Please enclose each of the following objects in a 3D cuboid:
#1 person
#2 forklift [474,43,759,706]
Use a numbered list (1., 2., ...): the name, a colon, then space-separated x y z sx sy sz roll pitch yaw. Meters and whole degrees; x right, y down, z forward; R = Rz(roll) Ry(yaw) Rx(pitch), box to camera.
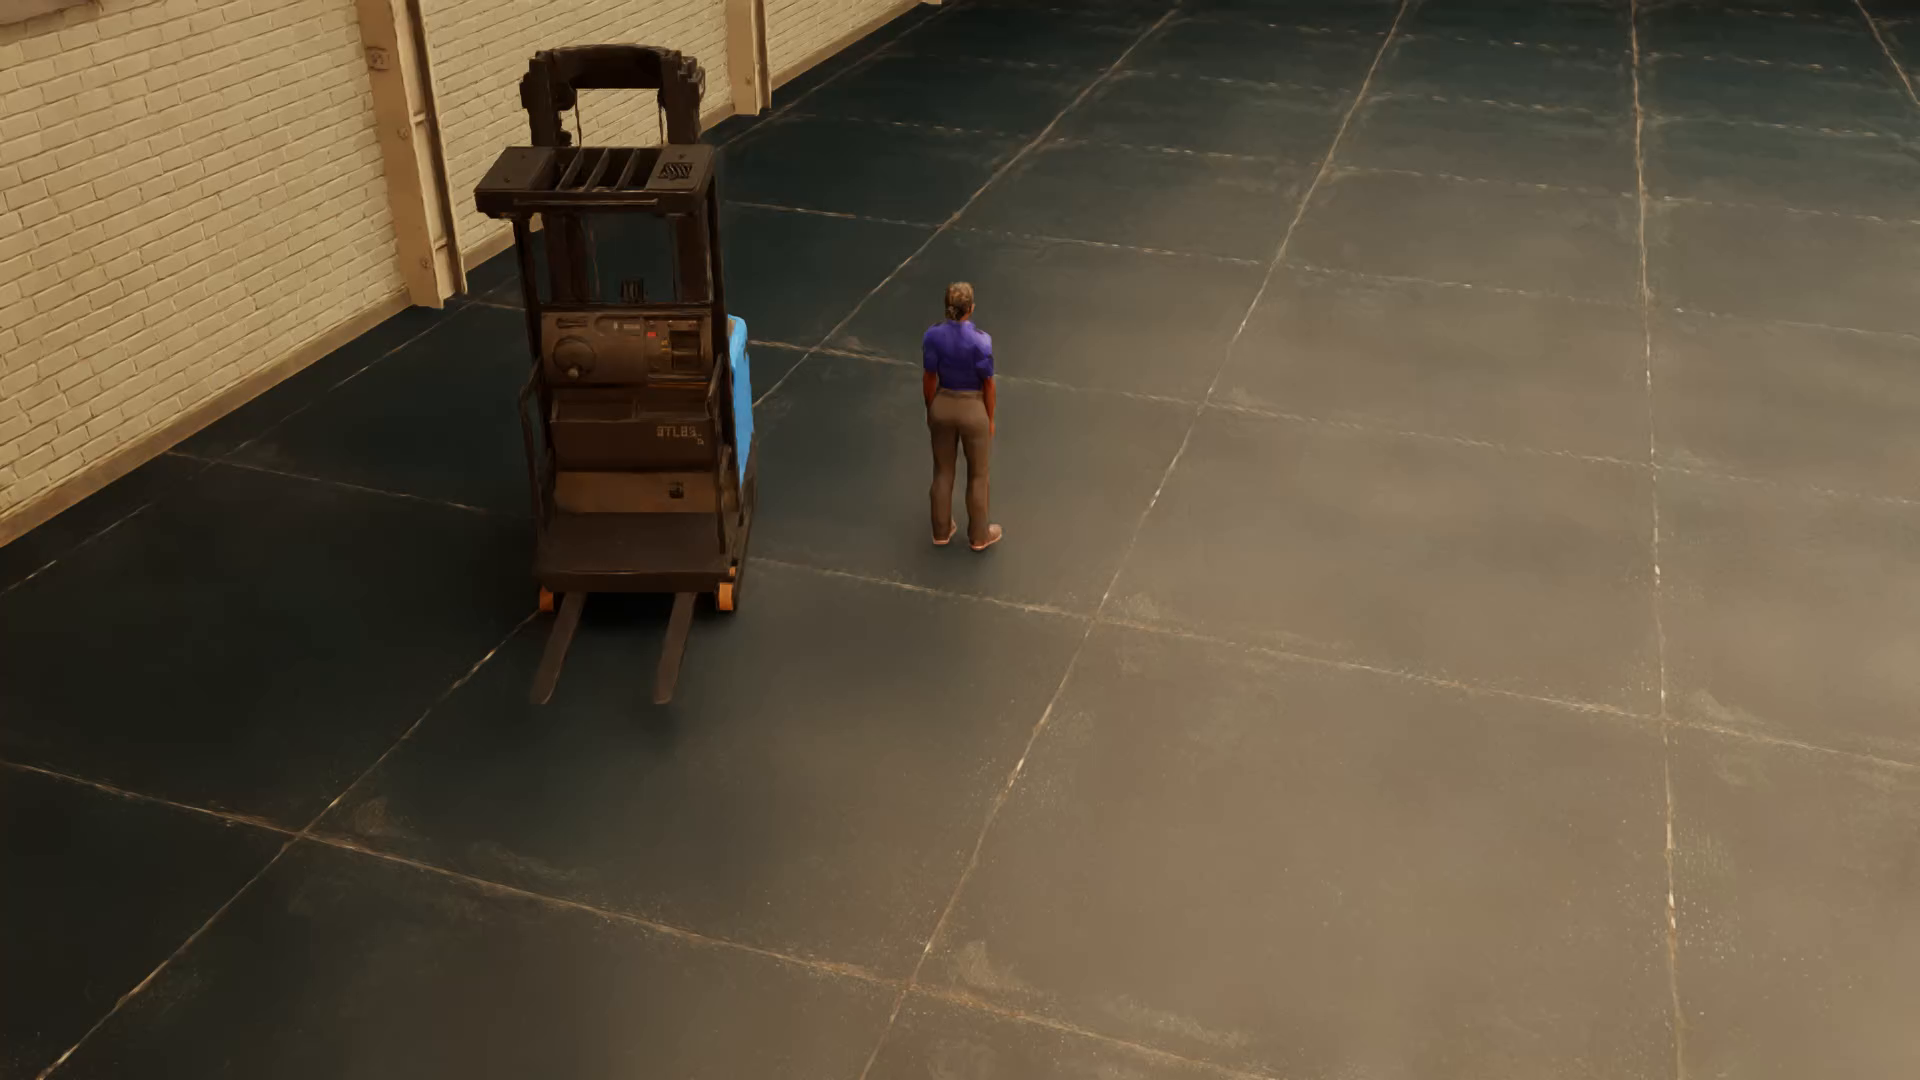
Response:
1. person: 0.014 -0.729 9.704 0.446 1.662 0.320 10 31 16
2. forklift: -1.816 -1.019 8.924 1.130 2.935 3.031 -1 30 -1
